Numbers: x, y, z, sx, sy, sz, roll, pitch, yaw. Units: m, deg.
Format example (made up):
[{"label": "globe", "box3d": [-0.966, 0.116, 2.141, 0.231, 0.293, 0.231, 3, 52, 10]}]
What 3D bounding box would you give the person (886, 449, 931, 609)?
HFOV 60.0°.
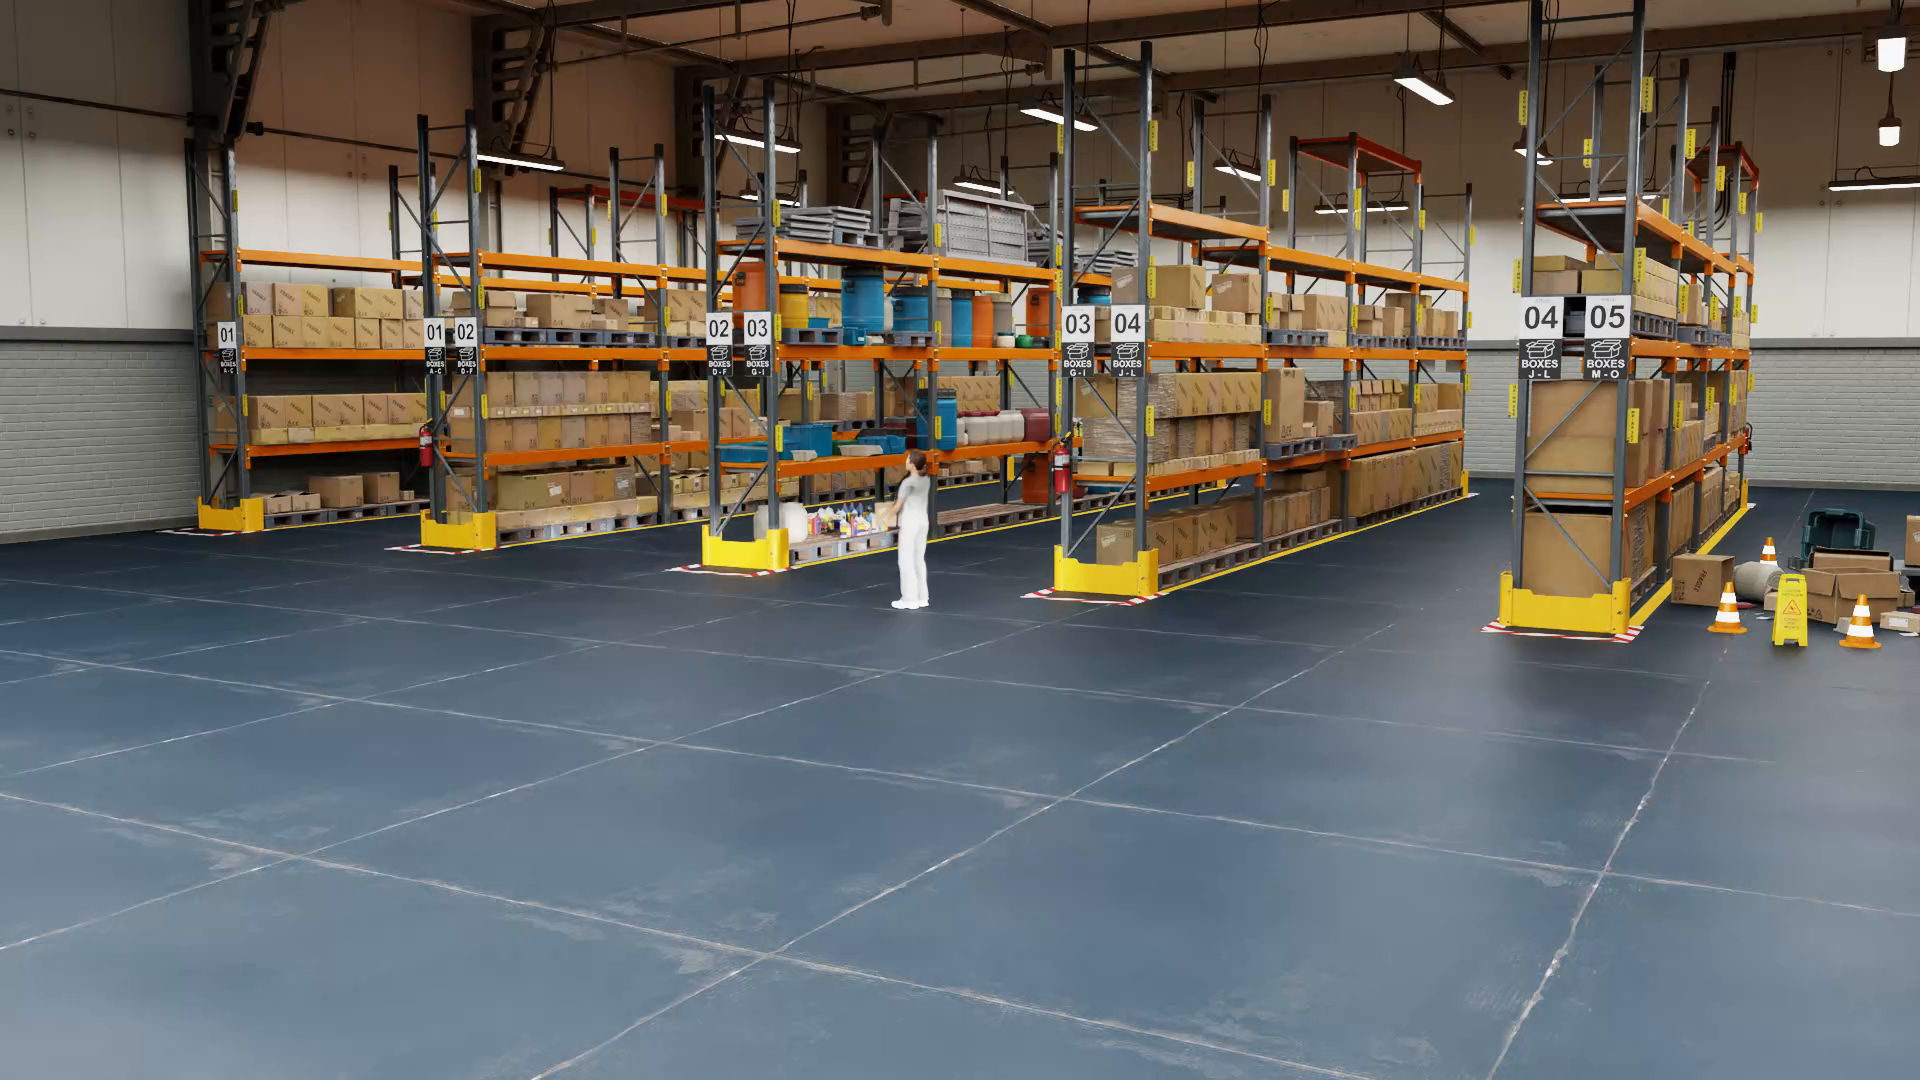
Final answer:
[{"label": "person", "box3d": [-0.544, -0.123, 17.507, 0.544, 1.671, 0.445, 5, 8, 37]}]
